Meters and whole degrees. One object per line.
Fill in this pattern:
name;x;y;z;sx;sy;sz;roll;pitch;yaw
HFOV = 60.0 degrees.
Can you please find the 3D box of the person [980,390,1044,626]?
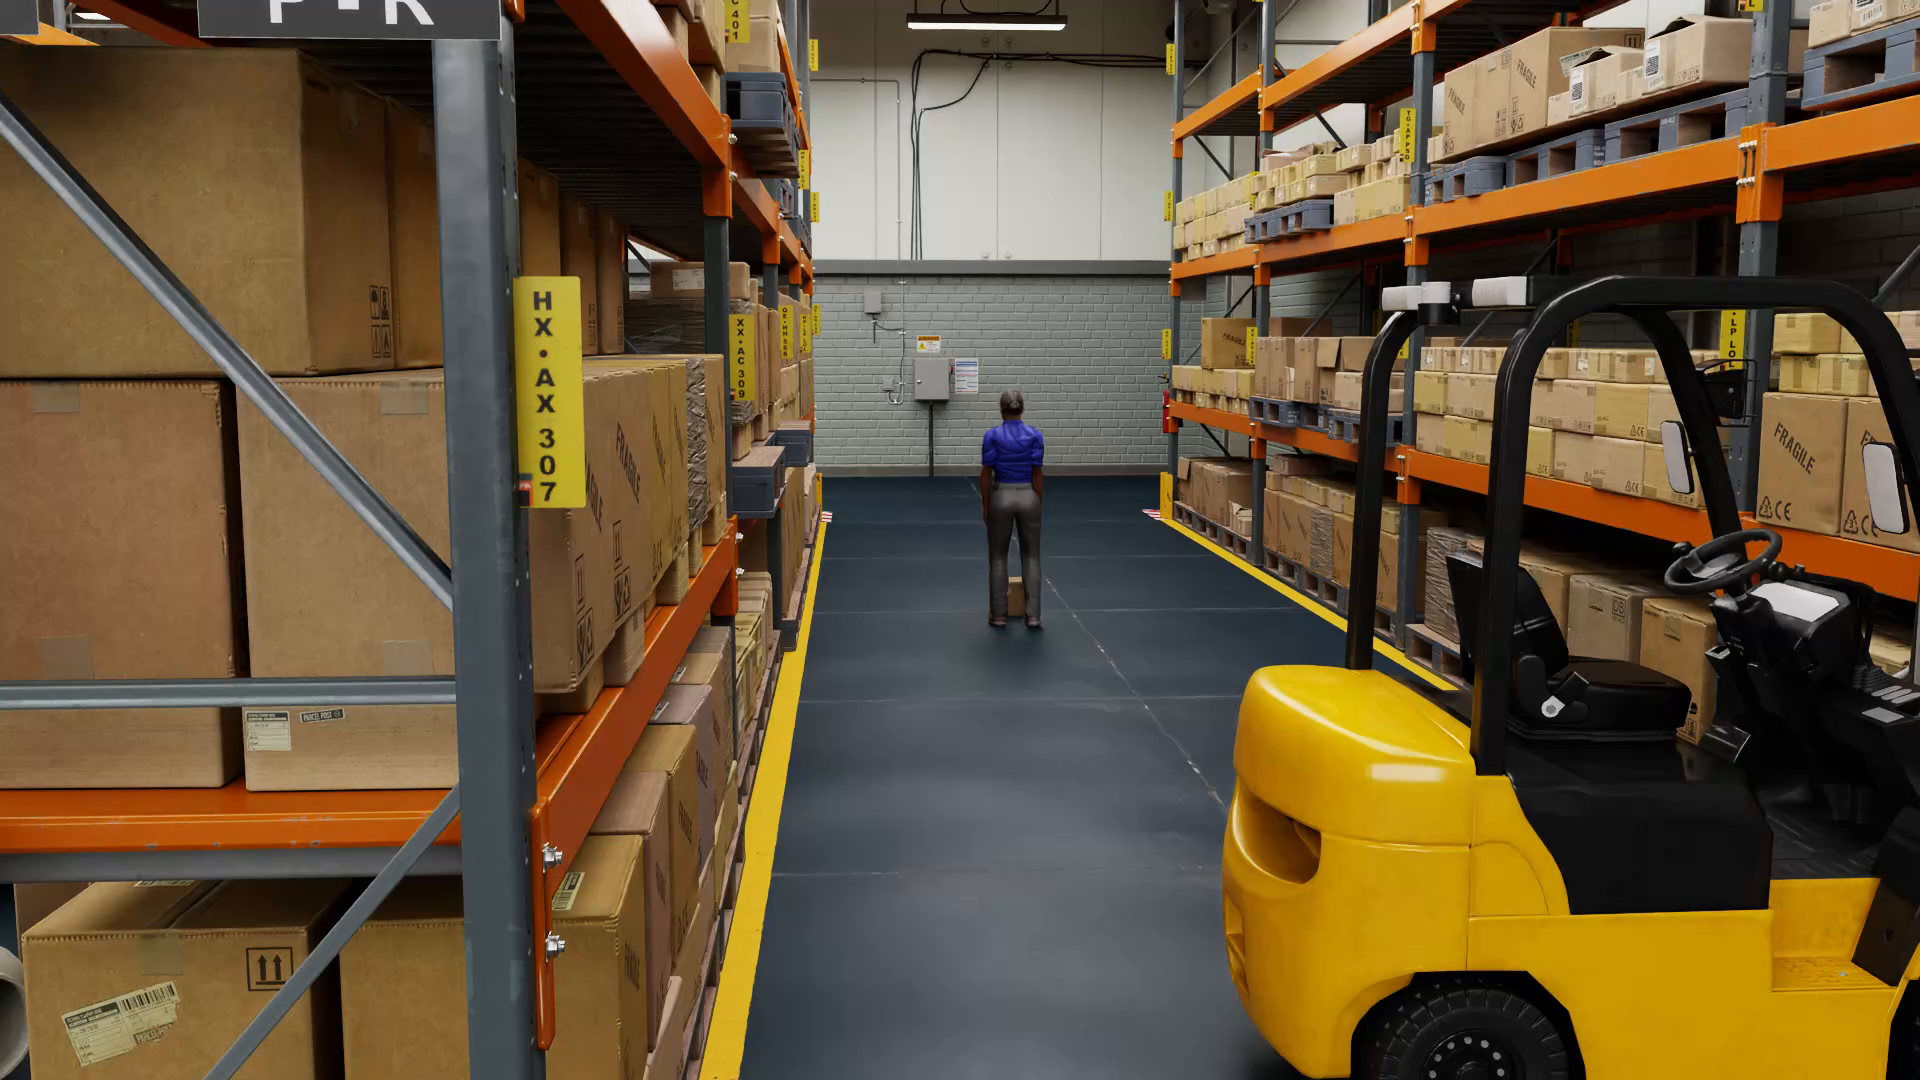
person;0.360;-0.214;11.614;0.440;1.658;0.305;0;7;-3
